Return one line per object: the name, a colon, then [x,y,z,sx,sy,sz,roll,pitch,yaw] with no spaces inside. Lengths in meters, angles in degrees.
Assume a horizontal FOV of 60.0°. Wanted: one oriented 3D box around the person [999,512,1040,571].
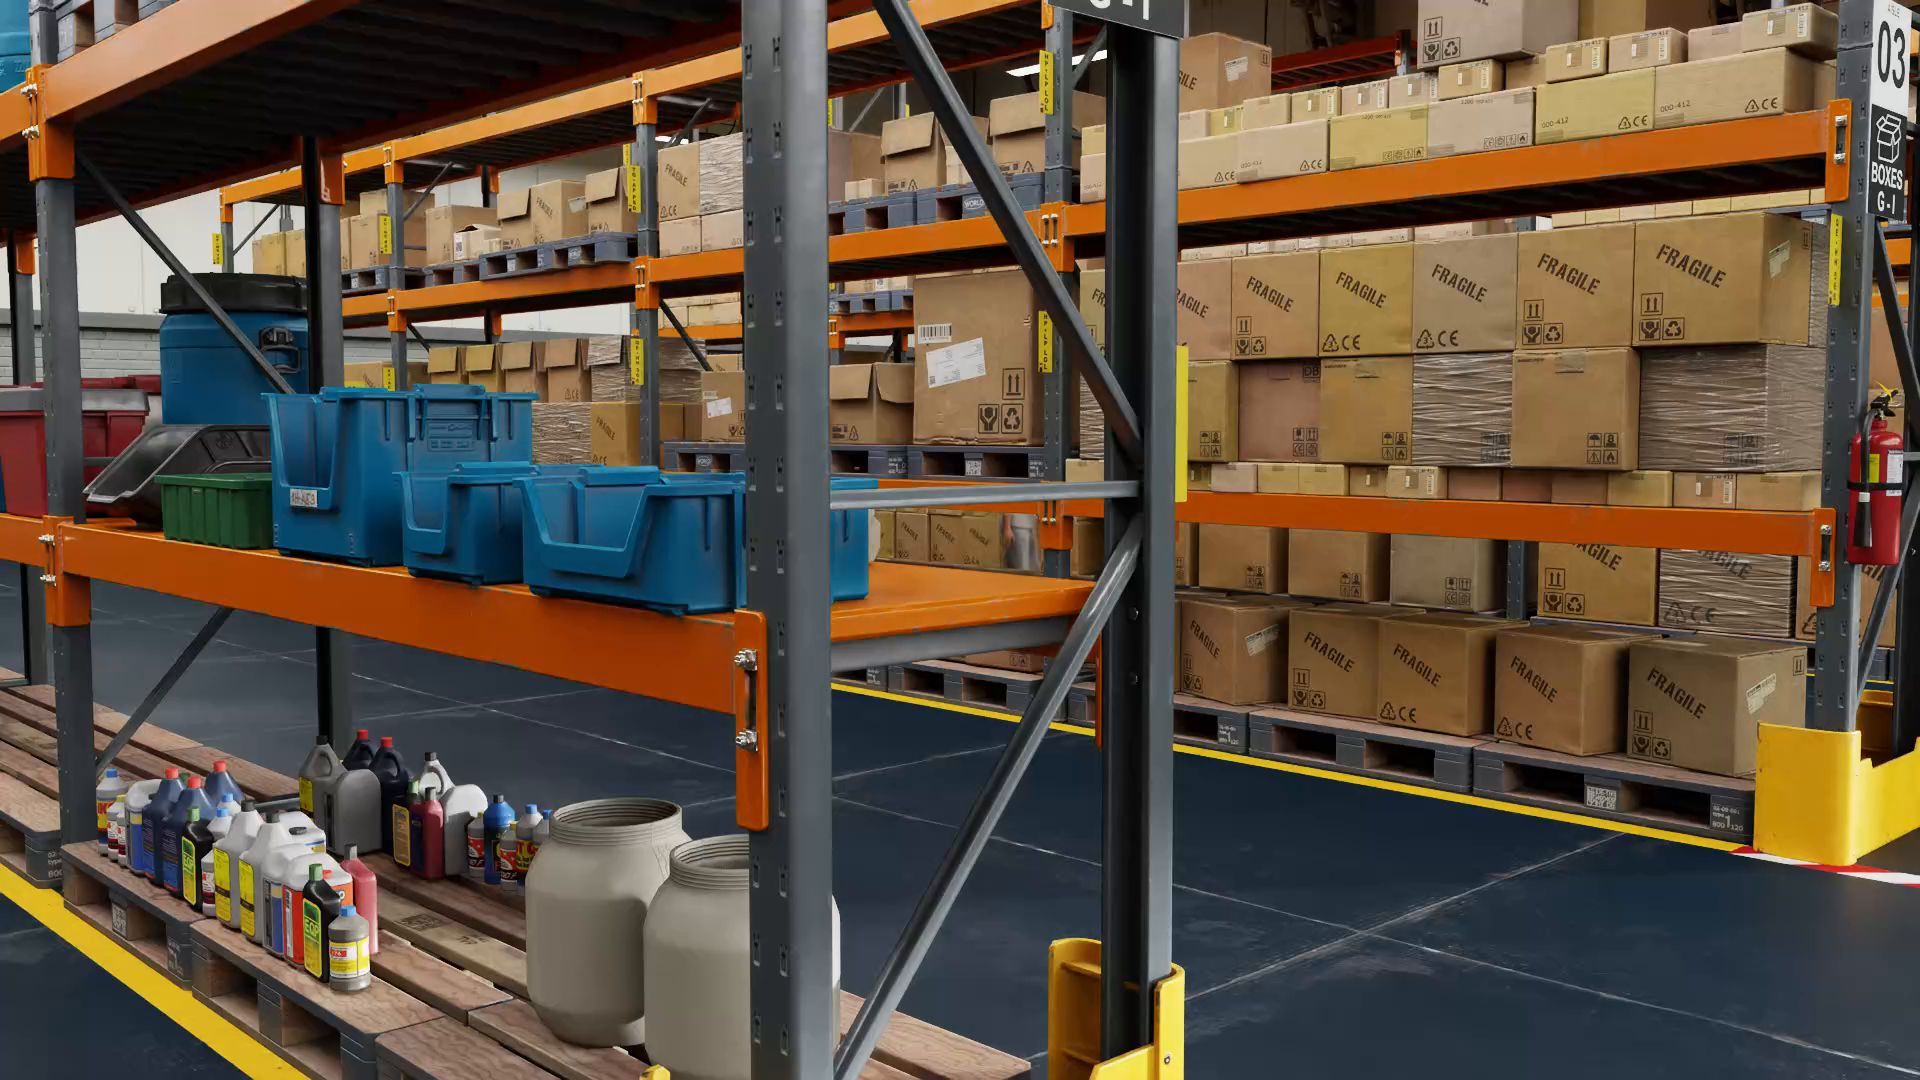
person: [0.378,-0.079,12.822,0.530,1.644,0.523,1,4,18]
